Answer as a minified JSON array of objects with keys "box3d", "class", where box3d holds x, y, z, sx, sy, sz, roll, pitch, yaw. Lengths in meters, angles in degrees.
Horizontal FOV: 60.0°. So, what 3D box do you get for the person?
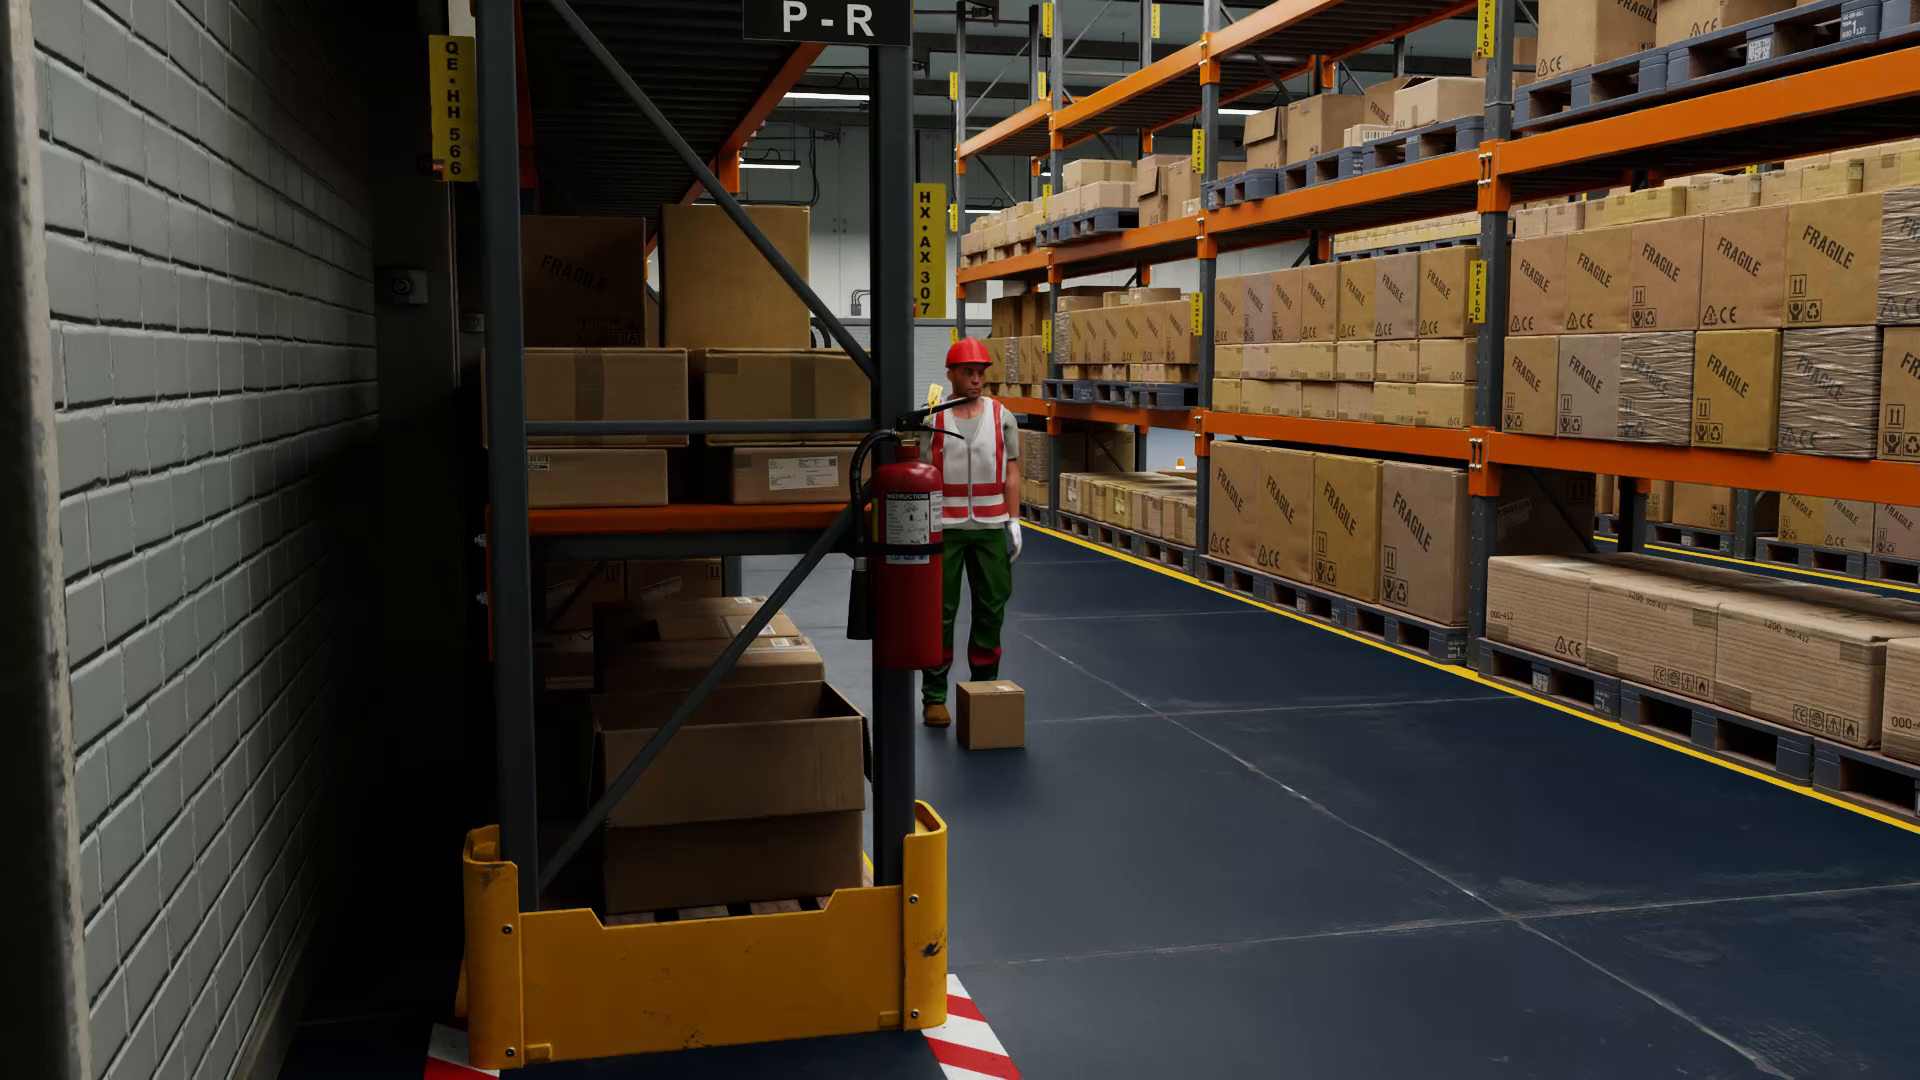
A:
[{"box3d":[0.032,-0.043,7.717,0.526,1.785,0.339,-1,6,-12],"class":"person"}]
